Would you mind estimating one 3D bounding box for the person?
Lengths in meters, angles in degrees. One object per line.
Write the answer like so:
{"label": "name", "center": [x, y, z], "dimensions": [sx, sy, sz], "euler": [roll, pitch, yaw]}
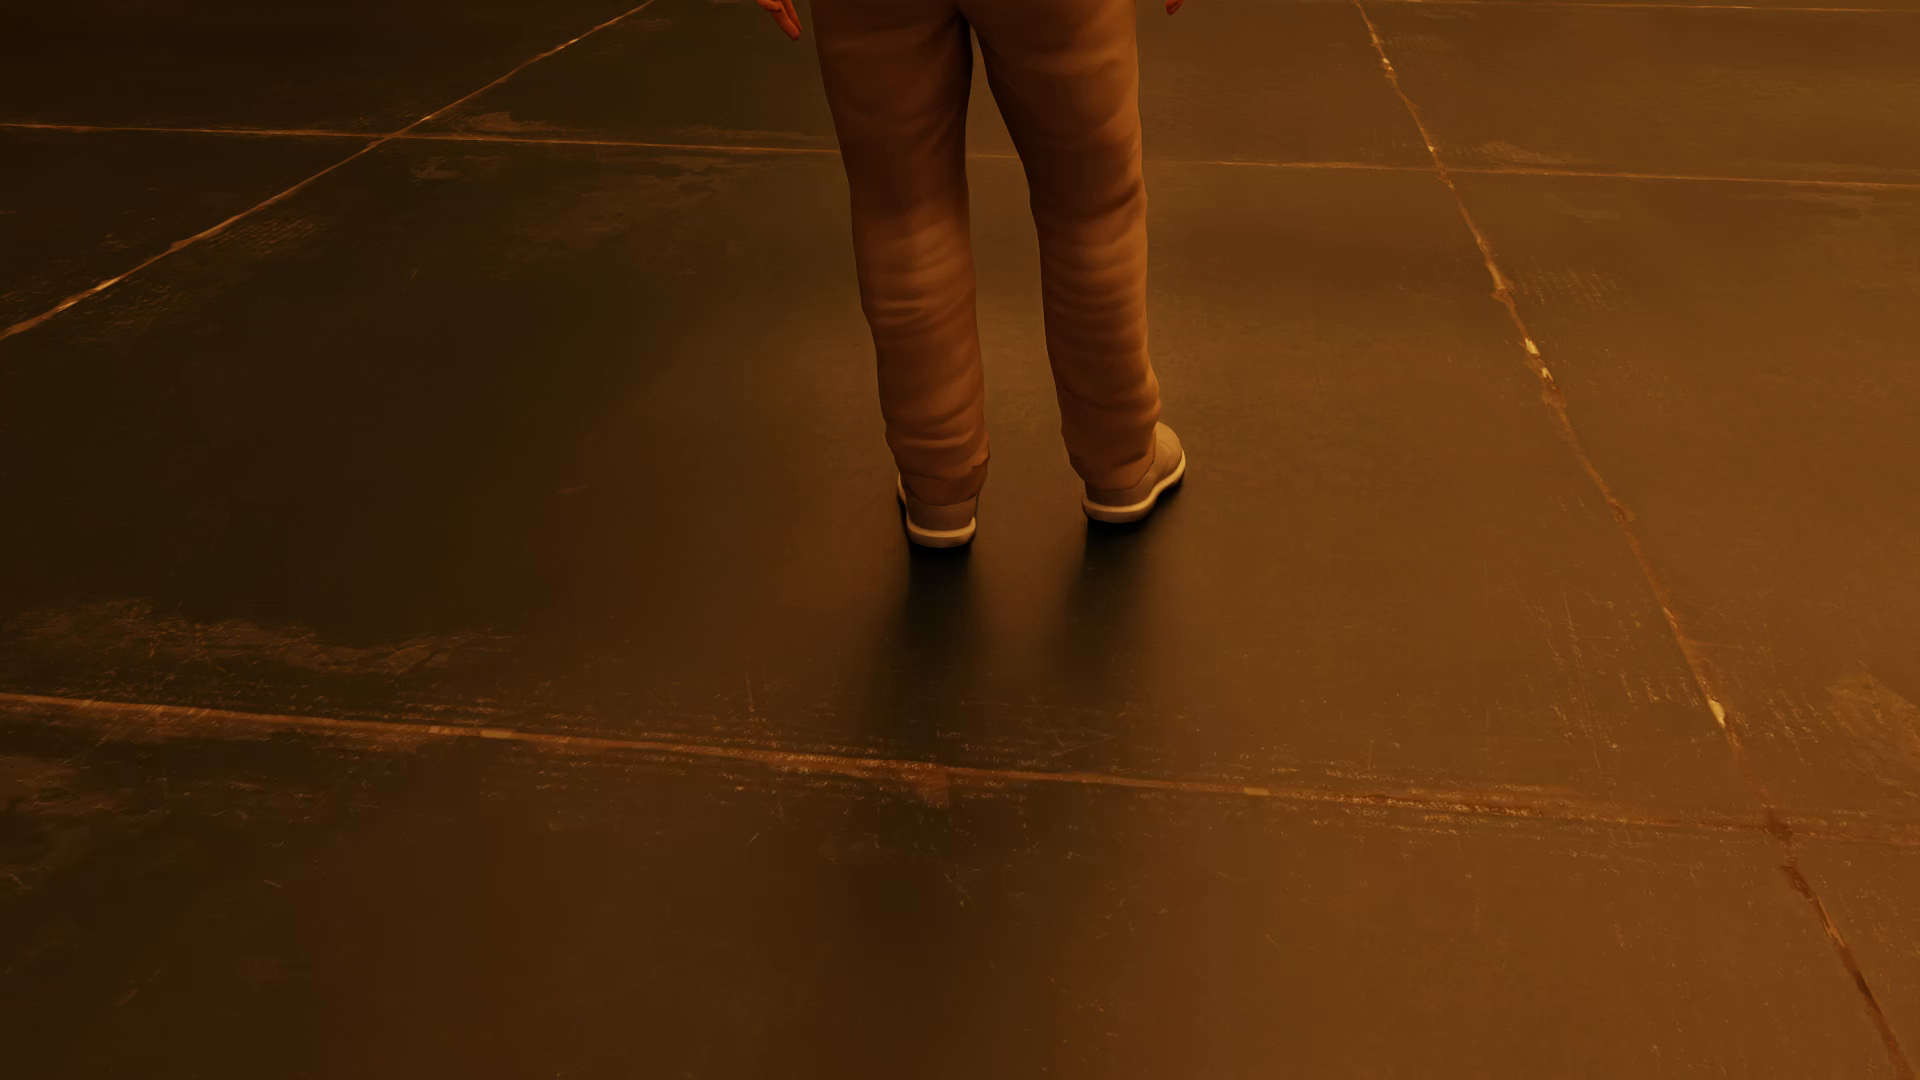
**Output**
{"label": "person", "center": [0.024, -0.820, 2.189], "dimensions": [0.641, 1.728, 0.550], "euler": [3, 27, 7]}
